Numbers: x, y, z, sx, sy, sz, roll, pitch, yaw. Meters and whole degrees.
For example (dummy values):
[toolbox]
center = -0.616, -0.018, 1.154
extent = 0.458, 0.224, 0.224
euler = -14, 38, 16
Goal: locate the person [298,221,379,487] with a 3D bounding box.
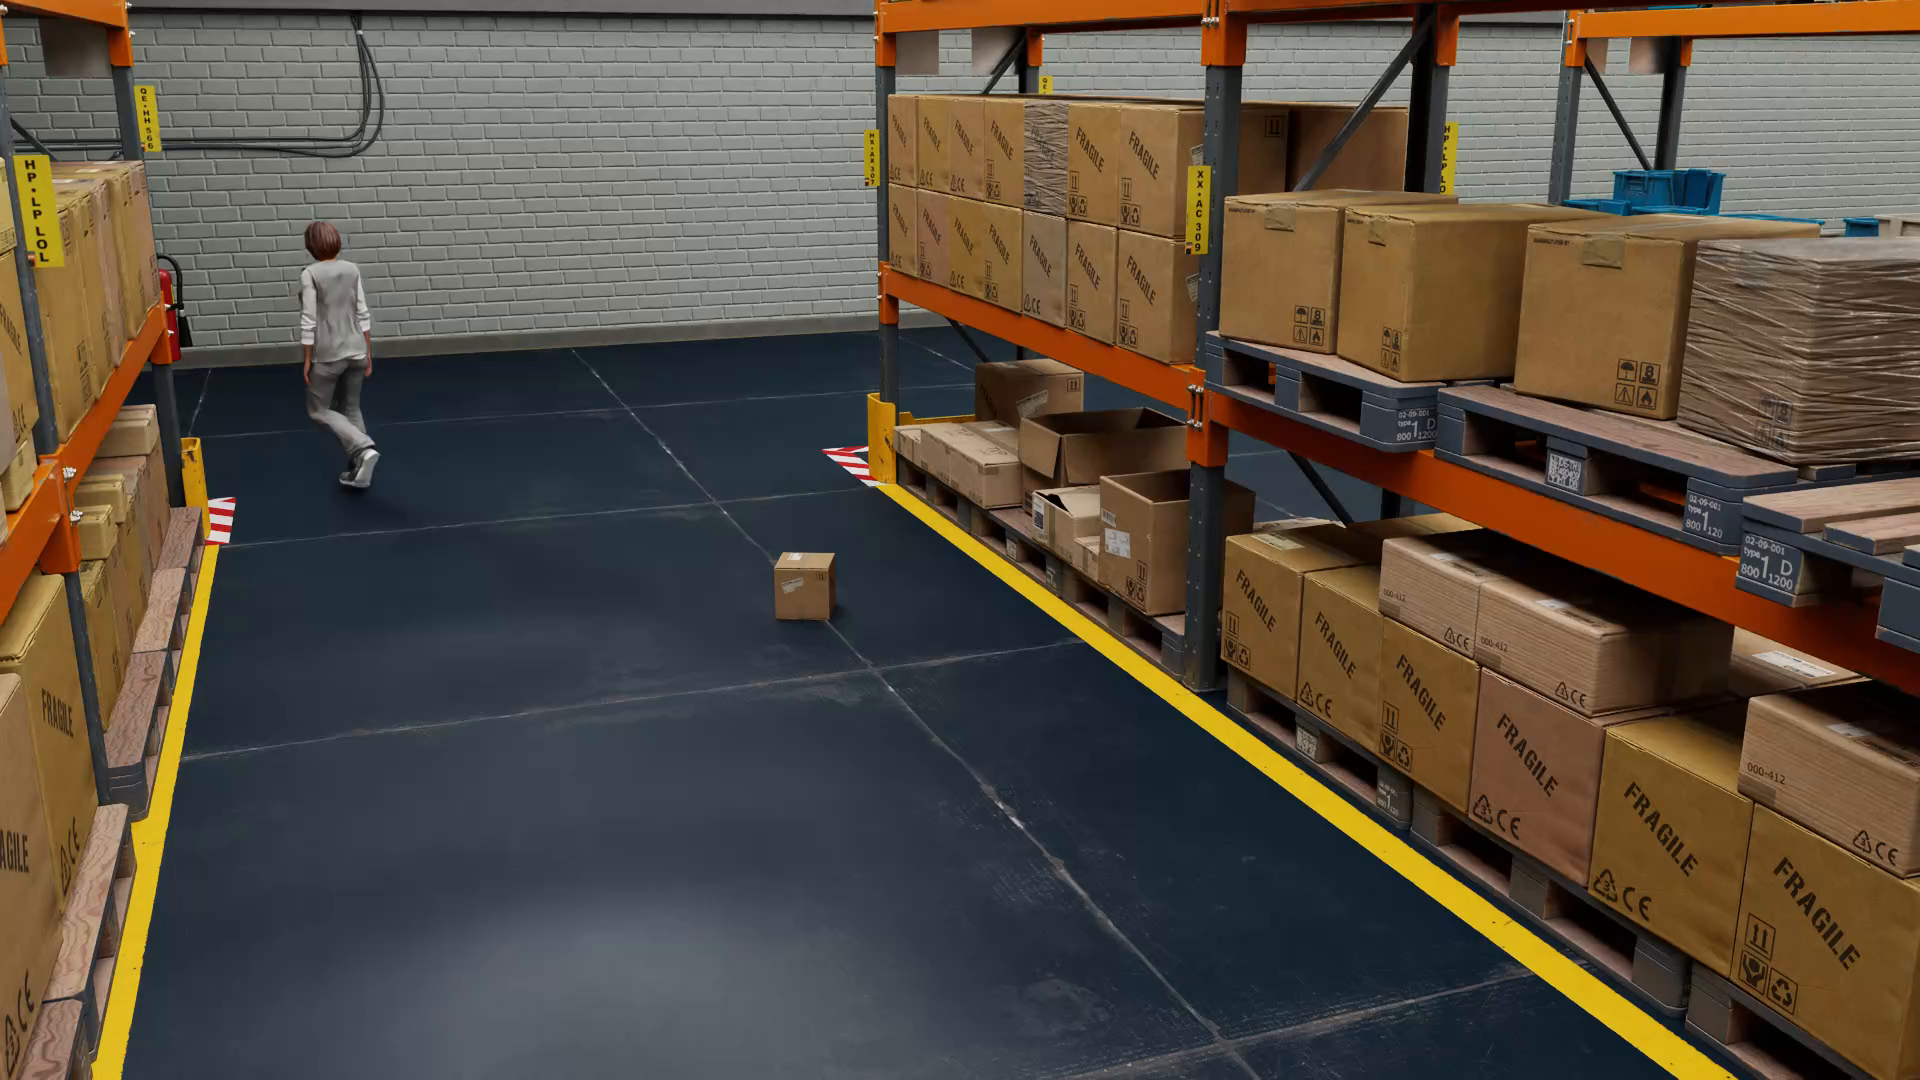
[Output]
[person]
center = -3.602, -1.052, 9.677
extent = 0.537, 1.588, 0.439
euler = 11, 19, 34
